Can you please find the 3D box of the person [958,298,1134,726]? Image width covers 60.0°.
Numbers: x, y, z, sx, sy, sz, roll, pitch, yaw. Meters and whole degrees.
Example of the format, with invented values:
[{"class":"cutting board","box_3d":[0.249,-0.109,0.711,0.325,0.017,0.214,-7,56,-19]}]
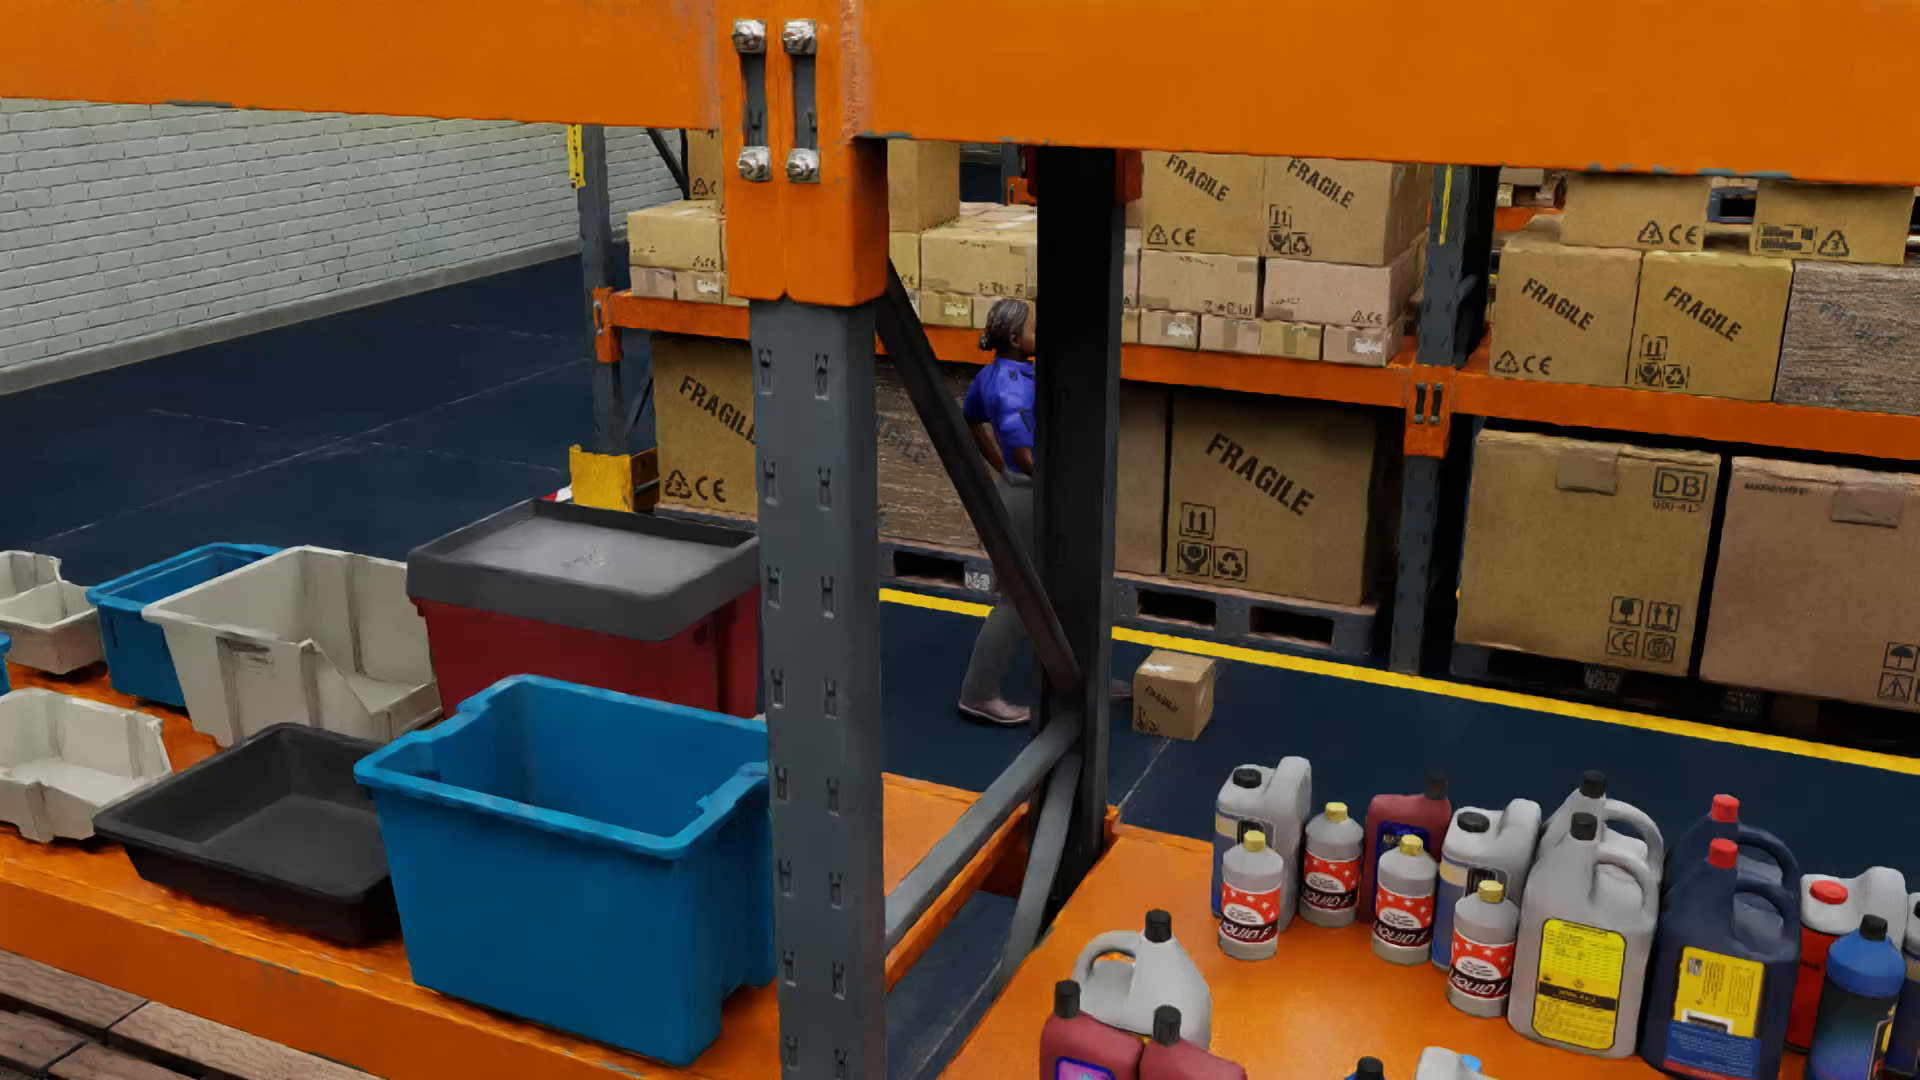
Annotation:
[{"class":"person","box_3d":[0.347,-0.119,6.419,0.743,1.647,0.613,-2,19,-7]}]
